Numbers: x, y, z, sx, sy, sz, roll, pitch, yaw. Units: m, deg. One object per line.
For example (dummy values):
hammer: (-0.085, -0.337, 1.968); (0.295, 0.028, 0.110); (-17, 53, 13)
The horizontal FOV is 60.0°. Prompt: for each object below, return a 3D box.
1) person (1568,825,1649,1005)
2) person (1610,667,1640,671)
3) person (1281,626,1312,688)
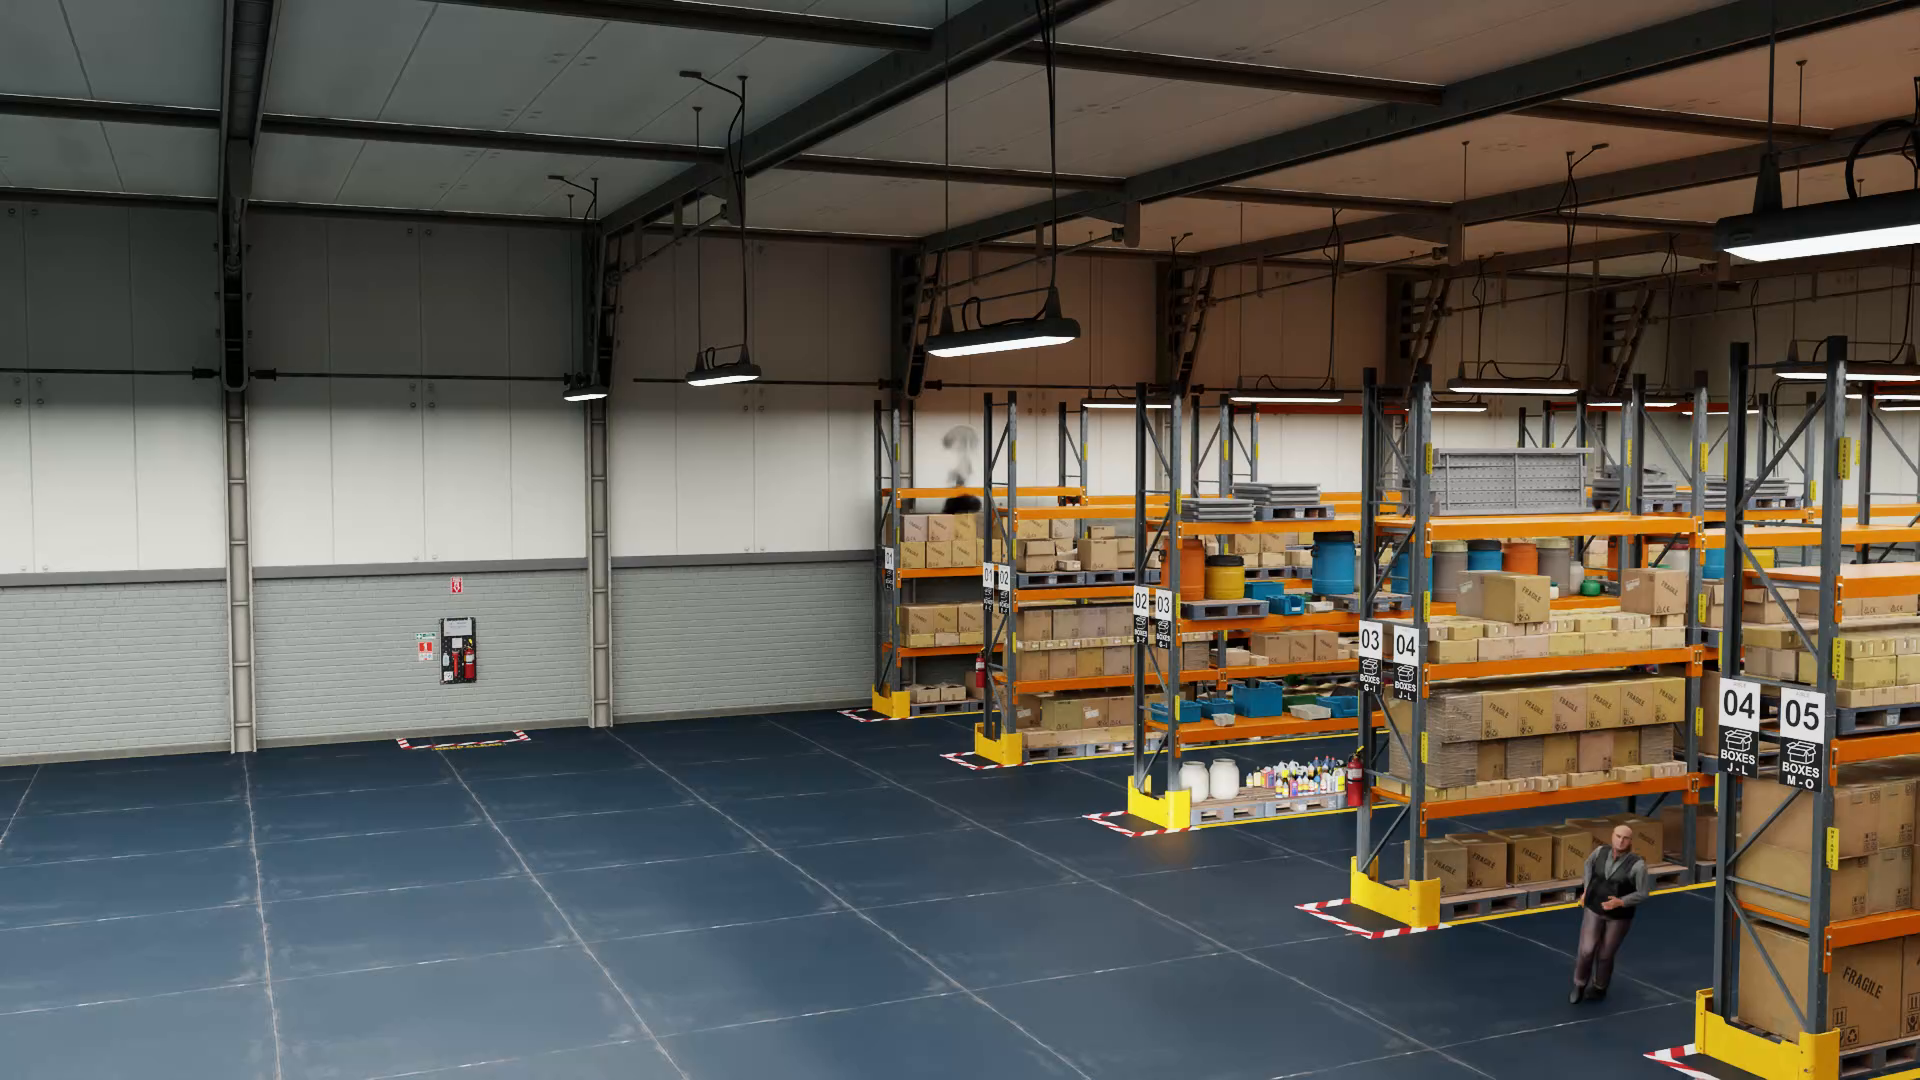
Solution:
person: (5.936, 3.441, 15.199); (0.685, 1.710, 0.646); (2, 4, 33)
person: (11.225, 2.661, 28.194); (0.791, 1.733, 0.695); (-2, 4, -27)
person: (6.666, 2.403, 33.109); (0.793, 1.711, 0.654); (-2, 4, -25)
